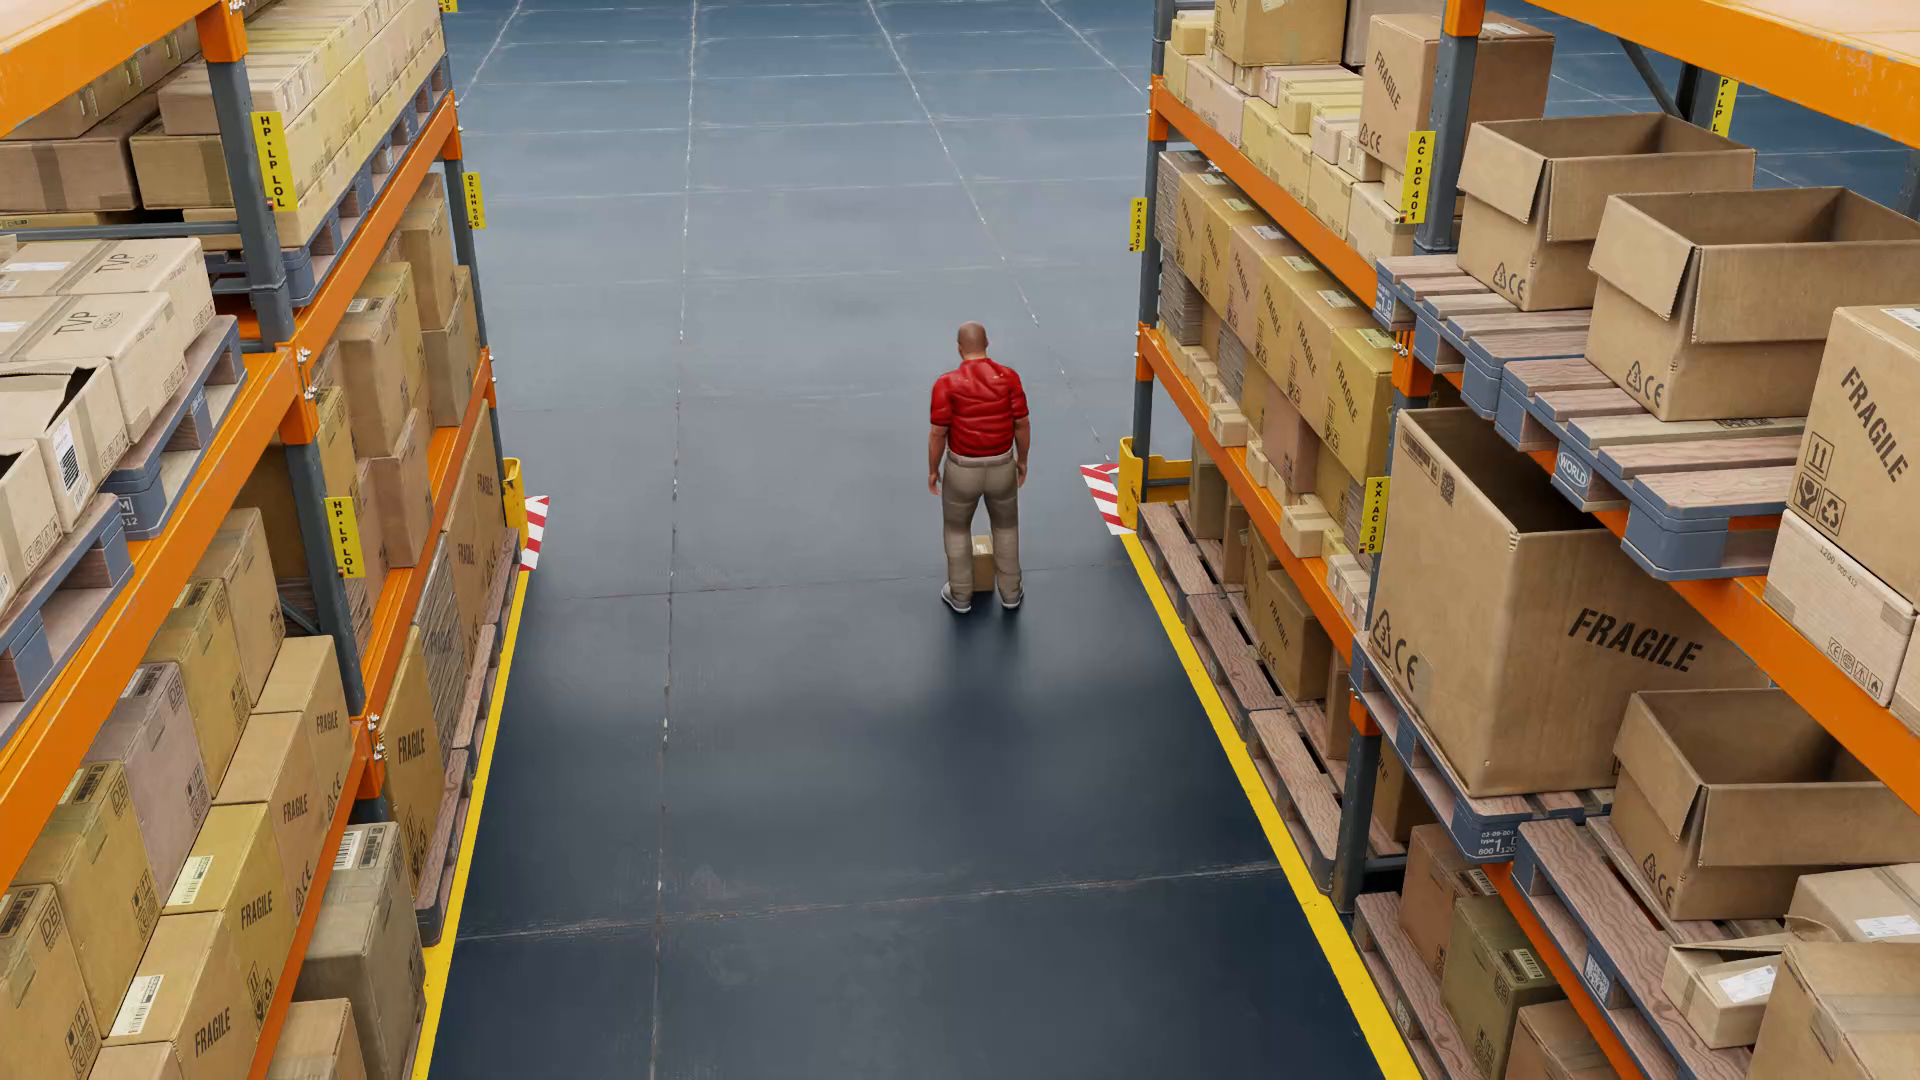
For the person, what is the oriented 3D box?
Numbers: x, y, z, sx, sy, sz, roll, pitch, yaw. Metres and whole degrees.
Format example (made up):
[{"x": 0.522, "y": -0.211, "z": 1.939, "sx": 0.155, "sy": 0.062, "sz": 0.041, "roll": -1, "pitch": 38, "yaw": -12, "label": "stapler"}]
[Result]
[{"x": 0.107, "y": -0.400, "z": 9.419, "sx": 0.599, "sy": 1.726, "sz": 0.393, "roll": -5, "pitch": 27, "yaw": -10, "label": "person"}]
